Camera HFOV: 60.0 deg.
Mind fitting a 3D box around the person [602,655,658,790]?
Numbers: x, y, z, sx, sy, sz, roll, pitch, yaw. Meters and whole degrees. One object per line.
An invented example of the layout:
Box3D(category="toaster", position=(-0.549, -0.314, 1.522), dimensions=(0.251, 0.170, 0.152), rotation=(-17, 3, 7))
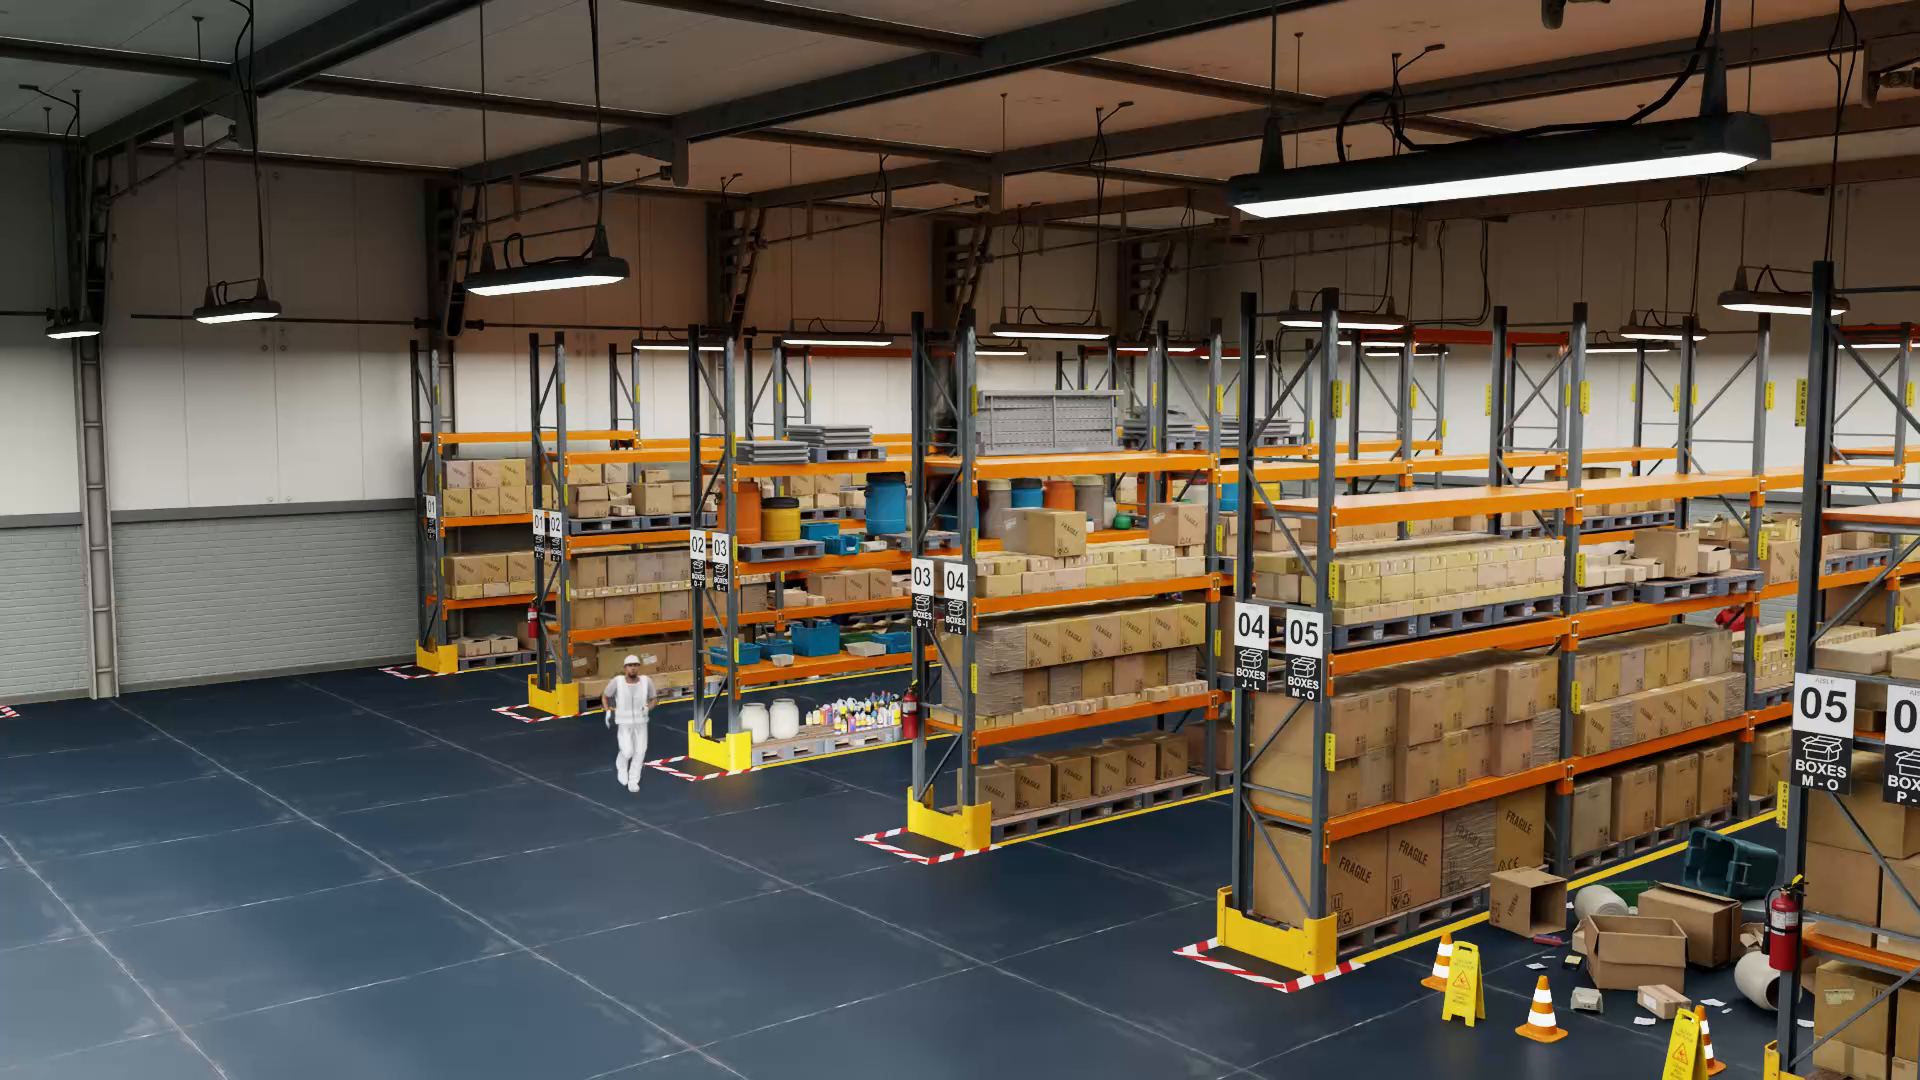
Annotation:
Box3D(category="person", position=(-4.171, 2.337, 21.164), dimensions=(0.680, 1.744, 0.590), rotation=(-2, 6, -21))

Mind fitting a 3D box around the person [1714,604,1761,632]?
Box3D(category="person", position=(12.909, 1.759, 27.630), dimensions=(0.751, 1.709, 0.882), rotation=(3, 6, 32))

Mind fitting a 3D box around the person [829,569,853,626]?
Box3D(category="person", position=(-2.272, 1.361, 32.515), dimensions=(0.561, 1.601, 0.595), rotation=(-5, 7, -44))

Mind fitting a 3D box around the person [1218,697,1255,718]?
Box3D(category="person", position=(4.214, 1.842, 24.727), dimensions=(0.948, 1.775, 0.663), rotation=(-4, 7, -37))
